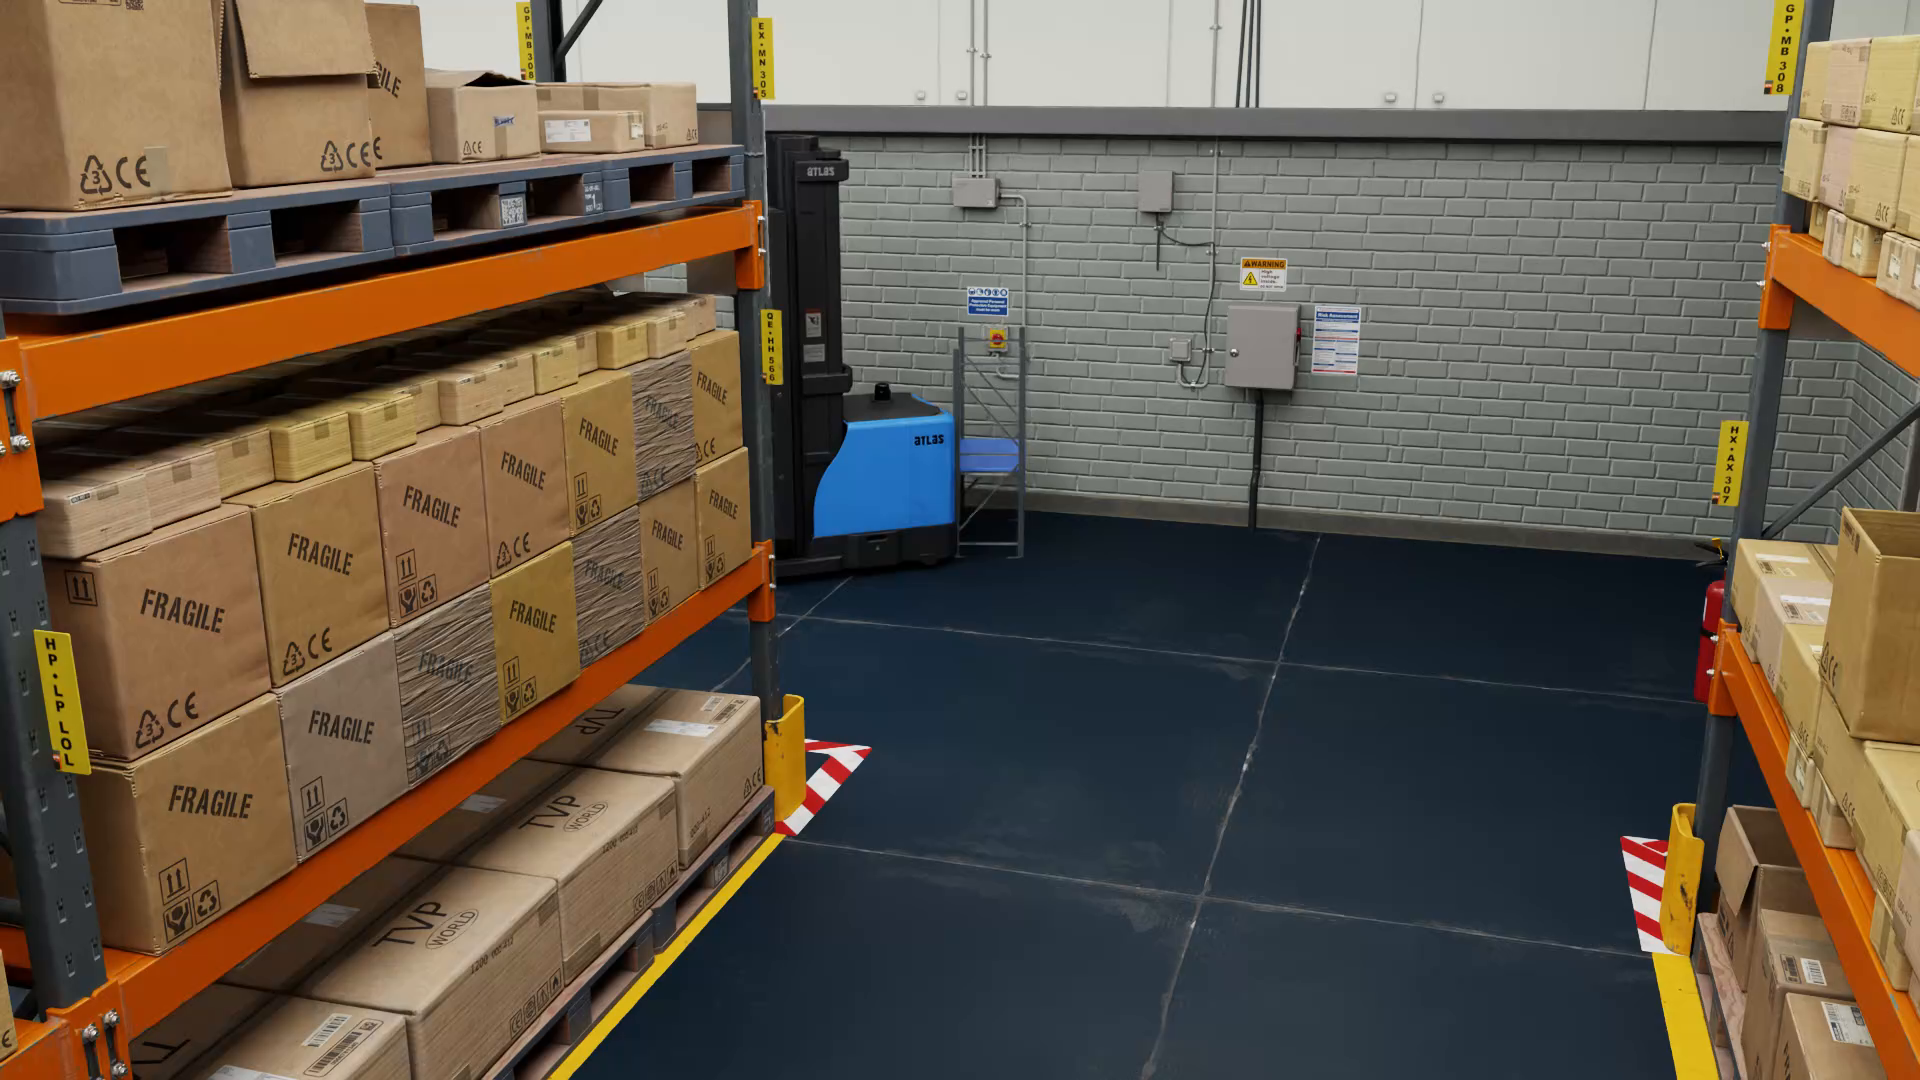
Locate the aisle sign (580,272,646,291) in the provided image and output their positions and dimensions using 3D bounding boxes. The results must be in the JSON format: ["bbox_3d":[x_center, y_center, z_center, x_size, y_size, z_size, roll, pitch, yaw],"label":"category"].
[{"bbox_3d":[-1.594,-1.506,7.376,0.394,0.787,0.004,5,16,16],"label":"aisle sign"}]

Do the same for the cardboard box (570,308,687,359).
[{"bbox_3d":[-1.289,-0.803,6.459,0.380,0.149,0.250,4,16,15],"label":"cardboard box"}]

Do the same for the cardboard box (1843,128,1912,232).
[{"bbox_3d":[2.753,-0.981,4.525,0.500,0.250,0.500,4,16,14],"label":"cardboard box"}]

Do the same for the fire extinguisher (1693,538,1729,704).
[{"bbox_3d":[3.022,0.313,6.555,0.296,0.674,0.183,5,16,16],"label":"fire extinguisher"}]

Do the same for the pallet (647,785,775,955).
[{"bbox_3d":[-1.489,1.343,7.207,1.003,0.211,1.213,5,16,16],"label":"pallet"}]

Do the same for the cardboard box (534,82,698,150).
[{"bbox_3d":[-1.378,-1.710,6.686,0.500,0.250,0.500,3,16,11],"label":"cardboard box"}]

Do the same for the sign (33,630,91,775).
[{"bbox_3d":[-1.951,0.354,3.609,0.100,0.325,0.005,5,16,16],"label":"sign"}]

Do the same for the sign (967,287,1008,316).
[{"bbox_3d":[0.214,-1.840,12.825,0.327,0.218,0.001,5,16,16],"label":"sign"}]

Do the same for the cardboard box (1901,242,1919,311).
[{"bbox_3d":[2.515,-0.627,4.008,0.380,0.149,0.250,5,17,17],"label":"cardboard box"}]

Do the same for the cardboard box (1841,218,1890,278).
[{"bbox_3d":[2.734,-0.824,4.700,0.380,0.149,0.250,5,16,16],"label":"cardboard box"}]

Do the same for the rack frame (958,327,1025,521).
[{"bbox_3d":[0.238,-0.873,12.660,0.500,1.500,0.032,1,16,2],"label":"rack frame"}]

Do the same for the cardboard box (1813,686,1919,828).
[{"bbox_3d":[2.627,0.597,4.456,0.500,0.250,0.500,4,16,14],"label":"cardboard box"}]

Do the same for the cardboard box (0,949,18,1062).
[{"bbox_3d":[-2.359,1.042,3.433,0.500,0.250,0.500,4,16,15],"label":"cardboard box"}]

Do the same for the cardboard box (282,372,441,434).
[{"bbox_3d":[-1.820,-0.409,5.069,0.380,0.149,0.250,5,16,16],"label":"cardboard box"}]

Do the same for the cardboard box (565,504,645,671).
[{"bbox_3d":[-1.514,0.151,6.118,0.500,0.500,0.500,5,17,17],"label":"cardboard box"}]

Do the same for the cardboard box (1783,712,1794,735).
[{"bbox_3d":[2.867,0.559,5.322,0.380,0.149,0.250,5,17,18],"label":"cardboard box"}]

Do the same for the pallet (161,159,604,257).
[{"bbox_3d":[-1.882,-1.099,5.372,1.003,0.211,1.213,5,16,16],"label":"pallet"}]

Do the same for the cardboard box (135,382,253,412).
[{"bbox_3d":[-2.341,-0.374,4.948,0.380,0.149,0.250,4,16,15],"label":"cardboard box"}]

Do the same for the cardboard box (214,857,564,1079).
[{"bbox_3d":[-1.938,1.473,5.564,0.875,0.438,0.875,4,16,14],"label":"cardboard box"}]

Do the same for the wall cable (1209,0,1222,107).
[{"bbox_3d":[0.730,-4.551,11.882,2.355,3.000,0.029,5,16,16],"label":"wall cable"}]

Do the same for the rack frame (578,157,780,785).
[{"bbox_3d":[-1.337,-0.214,7.585,1.000,3.000,0.127,5,16,16],"label":"rack frame"}]

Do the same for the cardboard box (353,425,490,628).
[{"bbox_3d":[-1.800,-0.067,5.052,0.500,0.500,0.500,5,17,17],"label":"cardboard box"}]

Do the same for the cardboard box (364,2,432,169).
[{"bbox_3d":[-2.054,-1.439,5.273,0.500,0.500,0.500,5,17,17],"label":"cardboard box"}]

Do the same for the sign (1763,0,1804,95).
[{"bbox_3d":[2.903,-1.735,5.851,0.100,0.325,0.005,5,16,16],"label":"sign"}]

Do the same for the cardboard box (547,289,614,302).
[{"bbox_3d":[-1.703,-0.983,7.095,0.380,0.149,0.250,5,17,17],"label":"cardboard box"}]

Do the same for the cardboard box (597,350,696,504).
[{"bbox_3d":[-1.366,-0.459,6.435,0.500,0.500,0.500,5,16,16],"label":"cardboard box"}]

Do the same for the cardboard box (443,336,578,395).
[{"bbox_3d":[-1.557,-0.607,5.769,0.380,0.149,0.250,5,17,17],"label":"cardboard box"}]

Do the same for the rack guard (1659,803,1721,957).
[{"bbox_3d":[3.402,1.393,6.503,1.175,0.500,0.348,5,16,16],"label":"rack guard"}]

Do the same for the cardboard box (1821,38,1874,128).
[{"bbox_3d":[2.894,-1.356,4.929,0.500,0.250,0.500,5,16,15],"label":"cardboard box"}]

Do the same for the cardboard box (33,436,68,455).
[{"bbox_3d":[-2.512,-0.174,4.242,0.380,0.149,0.250,5,17,17],"label":"cardboard box"}]

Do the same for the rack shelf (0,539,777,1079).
[{"bbox_3d":[-1.905,0.656,5.839,1.077,0.370,4.000,5,16,16],"label":"rack shelf"}]

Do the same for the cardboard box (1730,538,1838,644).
[{"bbox_3d":[3.036,0.197,5.867,0.500,0.250,0.500,5,17,16],"label":"cardboard box"}]

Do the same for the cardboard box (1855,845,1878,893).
[{"bbox_3d":[2.591,0.832,4.358,0.380,0.149,0.250,5,16,16],"label":"cardboard box"}]

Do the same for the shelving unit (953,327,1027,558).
[{"bbox_3d":[0.221,-0.735,12.172,0.538,1.500,1.048,1,16,2],"label":"shelving unit"}]

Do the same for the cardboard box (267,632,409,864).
[{"bbox_3d":[-1.942,0.551,4.706,0.500,0.500,0.500,5,17,16],"label":"cardboard box"}]

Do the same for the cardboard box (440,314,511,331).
[{"bbox_3d":[-1.951,-0.780,6.378,0.380,0.149,0.250,4,16,14],"label":"cardboard box"}]

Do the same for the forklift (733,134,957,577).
[{"bbox_3d":[-1.590,-1.216,11.244,3.031,2.935,1.130,-6,17,-20],"label":"forklift"}]

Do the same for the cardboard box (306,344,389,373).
[{"bbox_3d":[-2.184,-0.581,5.676,0.380,0.149,0.250,4,16,15],"label":"cardboard box"}]

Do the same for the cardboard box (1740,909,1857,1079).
[{"bbox_3d":[2.878,1.544,5.199,0.700,0.500,0.500,5,17,18],"label":"cardboard box"}]

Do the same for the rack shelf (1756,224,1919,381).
[{"bbox_3d":[2.855,-0.403,4.076,1.077,0.370,4.000,5,16,16],"label":"rack shelf"}]

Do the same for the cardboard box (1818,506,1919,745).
[{"bbox_3d":[2.610,0.229,4.381,0.500,0.500,0.500,5,17,17],"label":"cardboard box"}]

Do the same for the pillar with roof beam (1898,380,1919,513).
[{"bbox_3d":[0.926,-3.685,8.831,9.100,9.000,0.400,5,16,16],"label":"pillar with roof beam"}]

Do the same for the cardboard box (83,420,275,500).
[{"bbox_3d":[-2.045,-0.209,4.366,0.380,0.149,0.250,4,16,15],"label":"cardboard box"}]
